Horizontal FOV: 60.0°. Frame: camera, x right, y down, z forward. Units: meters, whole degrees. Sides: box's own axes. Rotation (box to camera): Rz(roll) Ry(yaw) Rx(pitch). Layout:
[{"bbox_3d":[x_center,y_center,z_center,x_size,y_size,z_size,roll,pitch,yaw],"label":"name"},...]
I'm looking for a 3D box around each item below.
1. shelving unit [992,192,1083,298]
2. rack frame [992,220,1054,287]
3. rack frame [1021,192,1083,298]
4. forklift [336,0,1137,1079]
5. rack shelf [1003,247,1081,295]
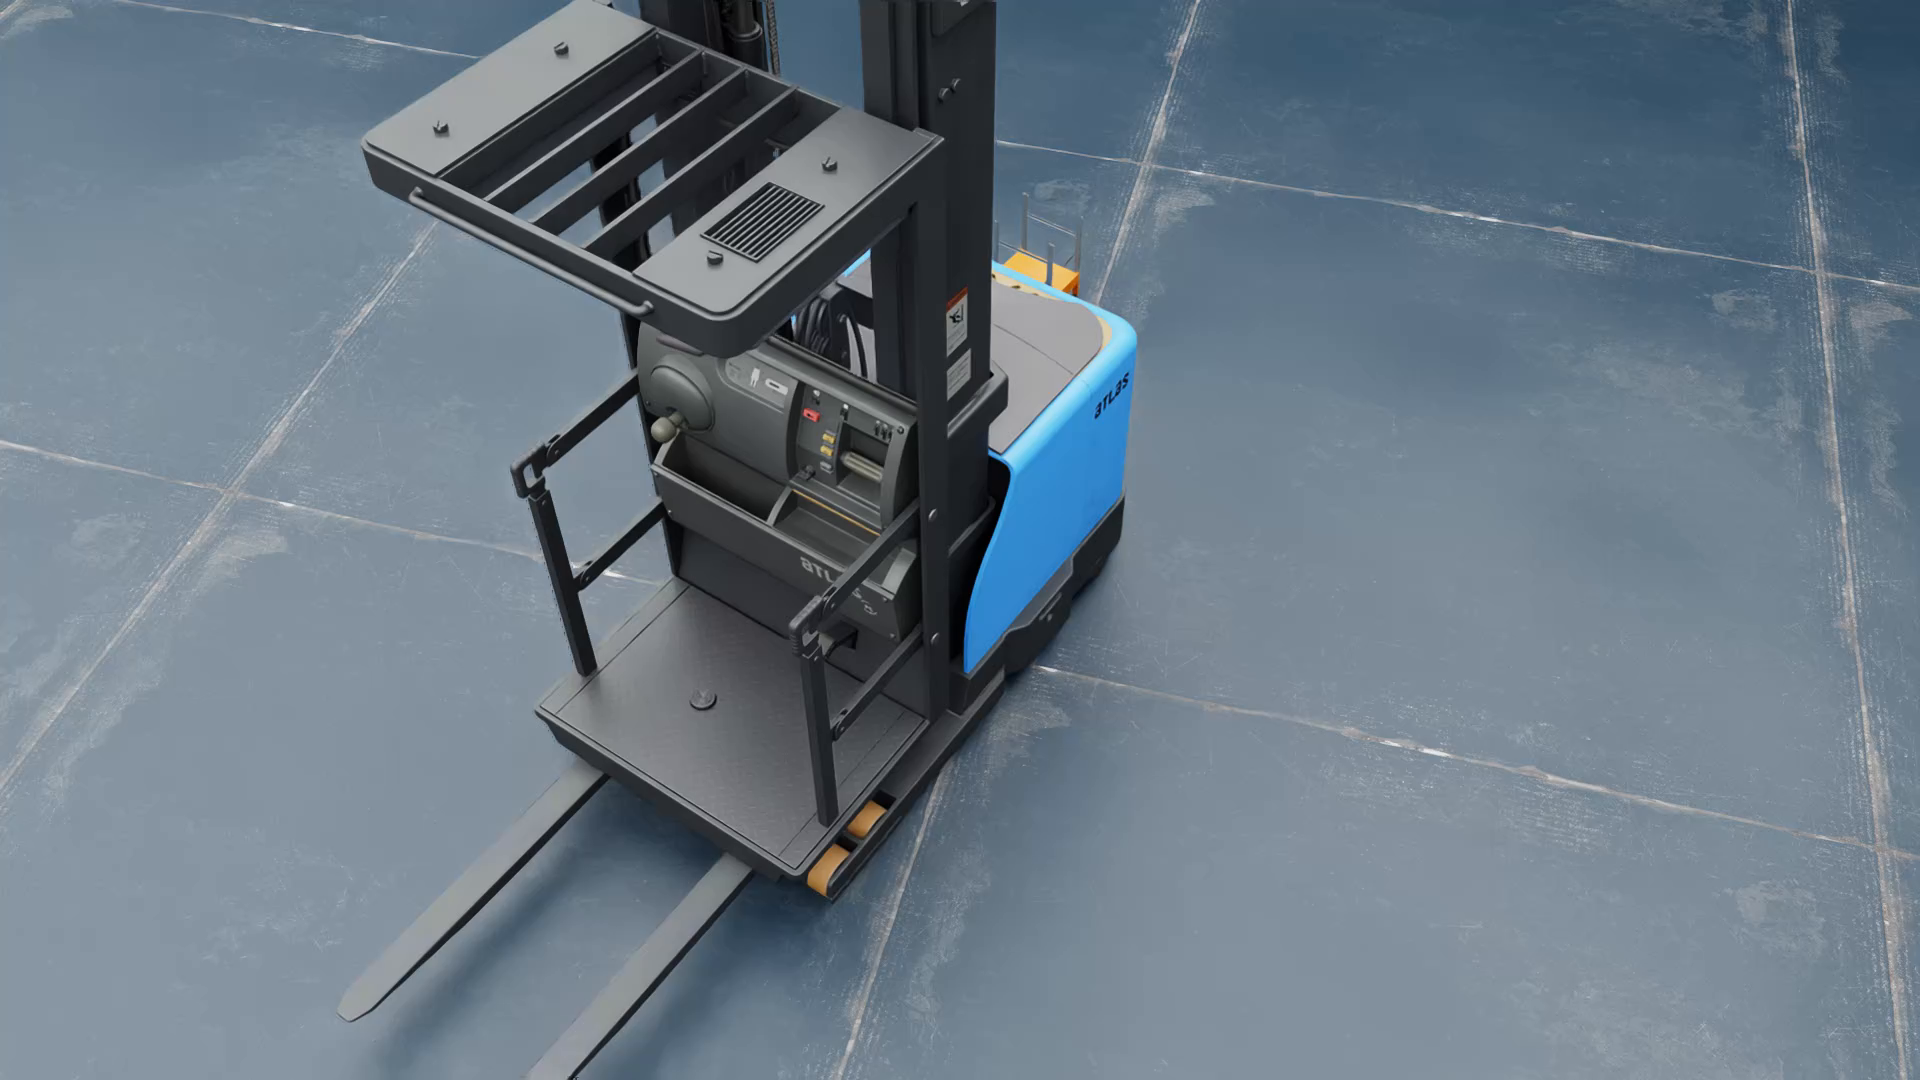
[{"bbox_3d":[0.264,-0.686,6.056,0.258,1.200,0.189,27,54,22],"label":"shelving unit"},{"bbox_3d":[0.212,-0.630,6.006,0.240,1.200,0.006,27,54,22],"label":"rack frame"},{"bbox_3d":[0.316,-0.743,6.105,0.240,1.200,0.006,27,54,22],"label":"rack frame"},{"bbox_3d":[-0.653,-0.263,4.527,1.130,2.935,3.031,27,54,22],"label":"forklift"},{"bbox_3d":[0.264,-0.895,5.819,0.258,0.103,0.180,27,54,22],"label":"rack shelf"}]
